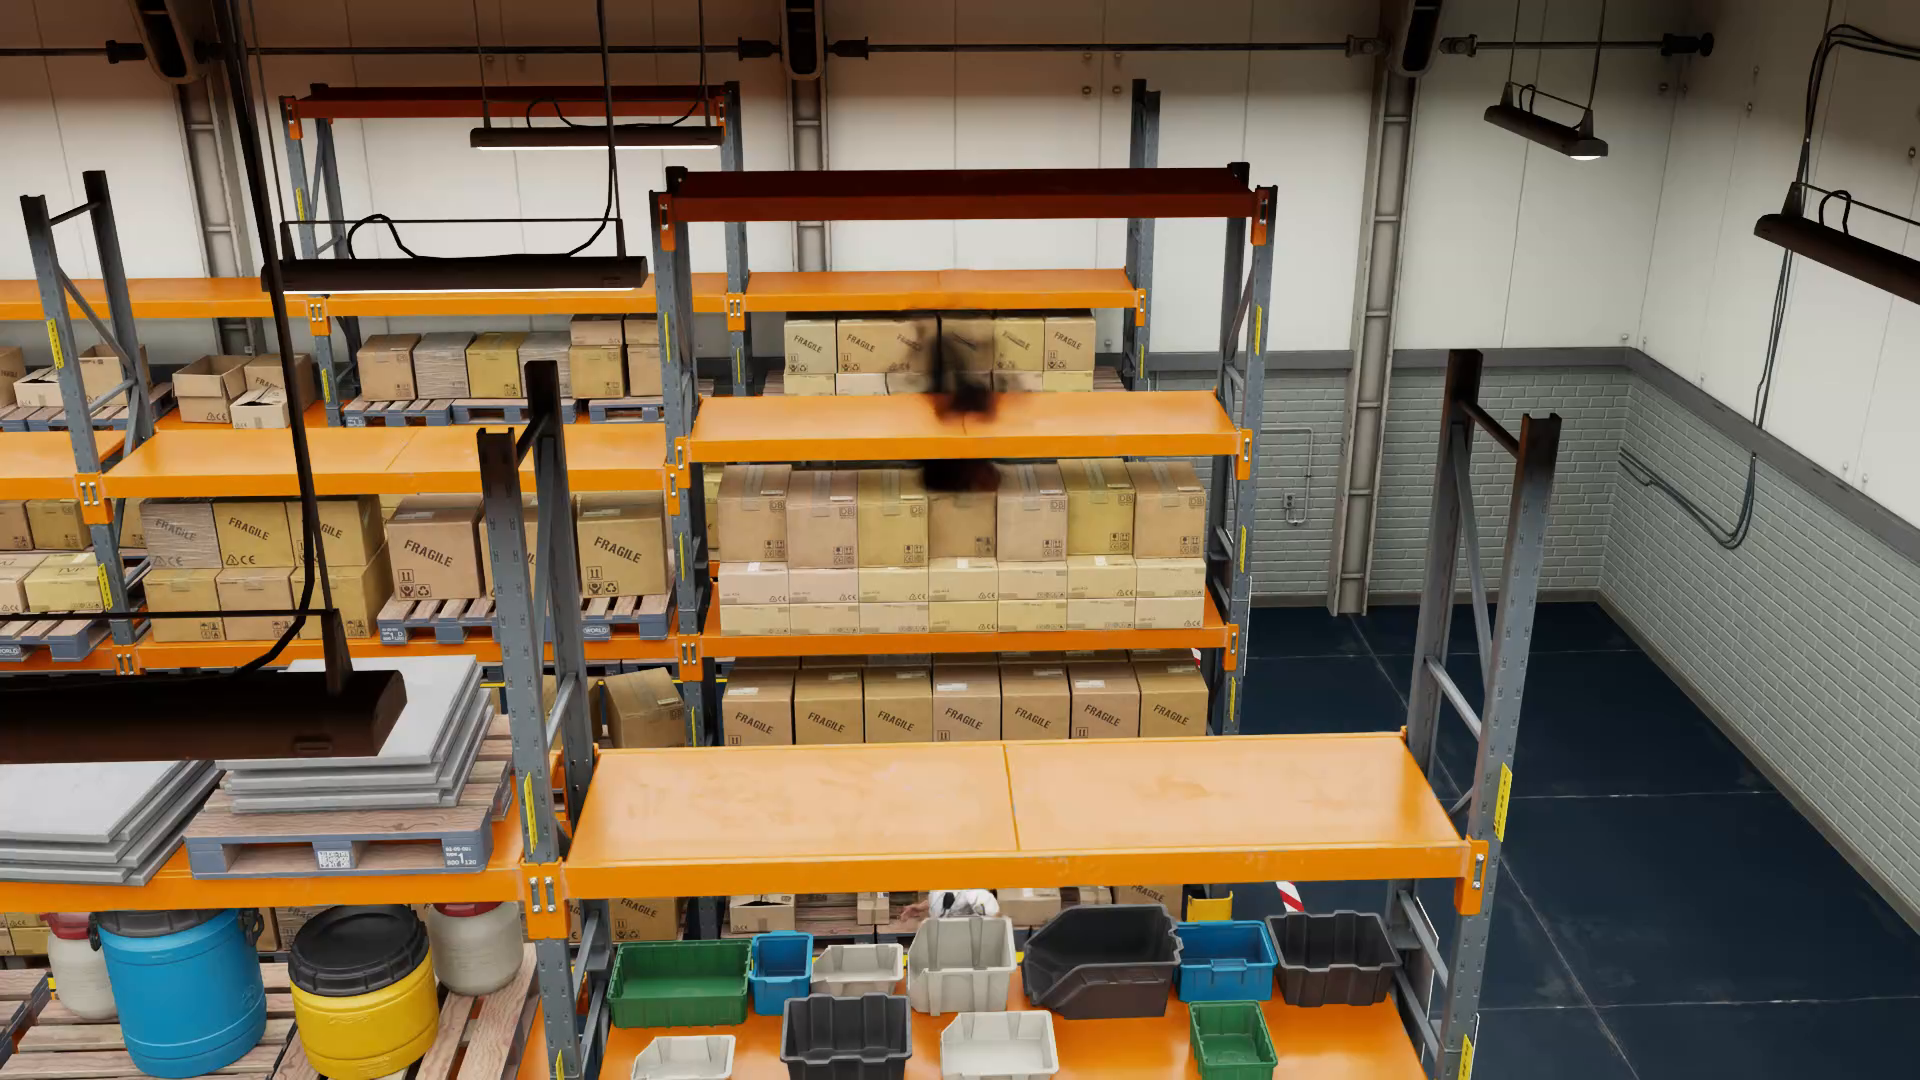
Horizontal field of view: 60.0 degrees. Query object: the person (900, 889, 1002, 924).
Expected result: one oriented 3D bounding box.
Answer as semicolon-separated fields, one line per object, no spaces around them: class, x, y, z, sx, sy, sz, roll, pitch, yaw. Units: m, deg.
person;-0.059;2.808;11.388;0.685;1.854;0.655;-3;22;-8
